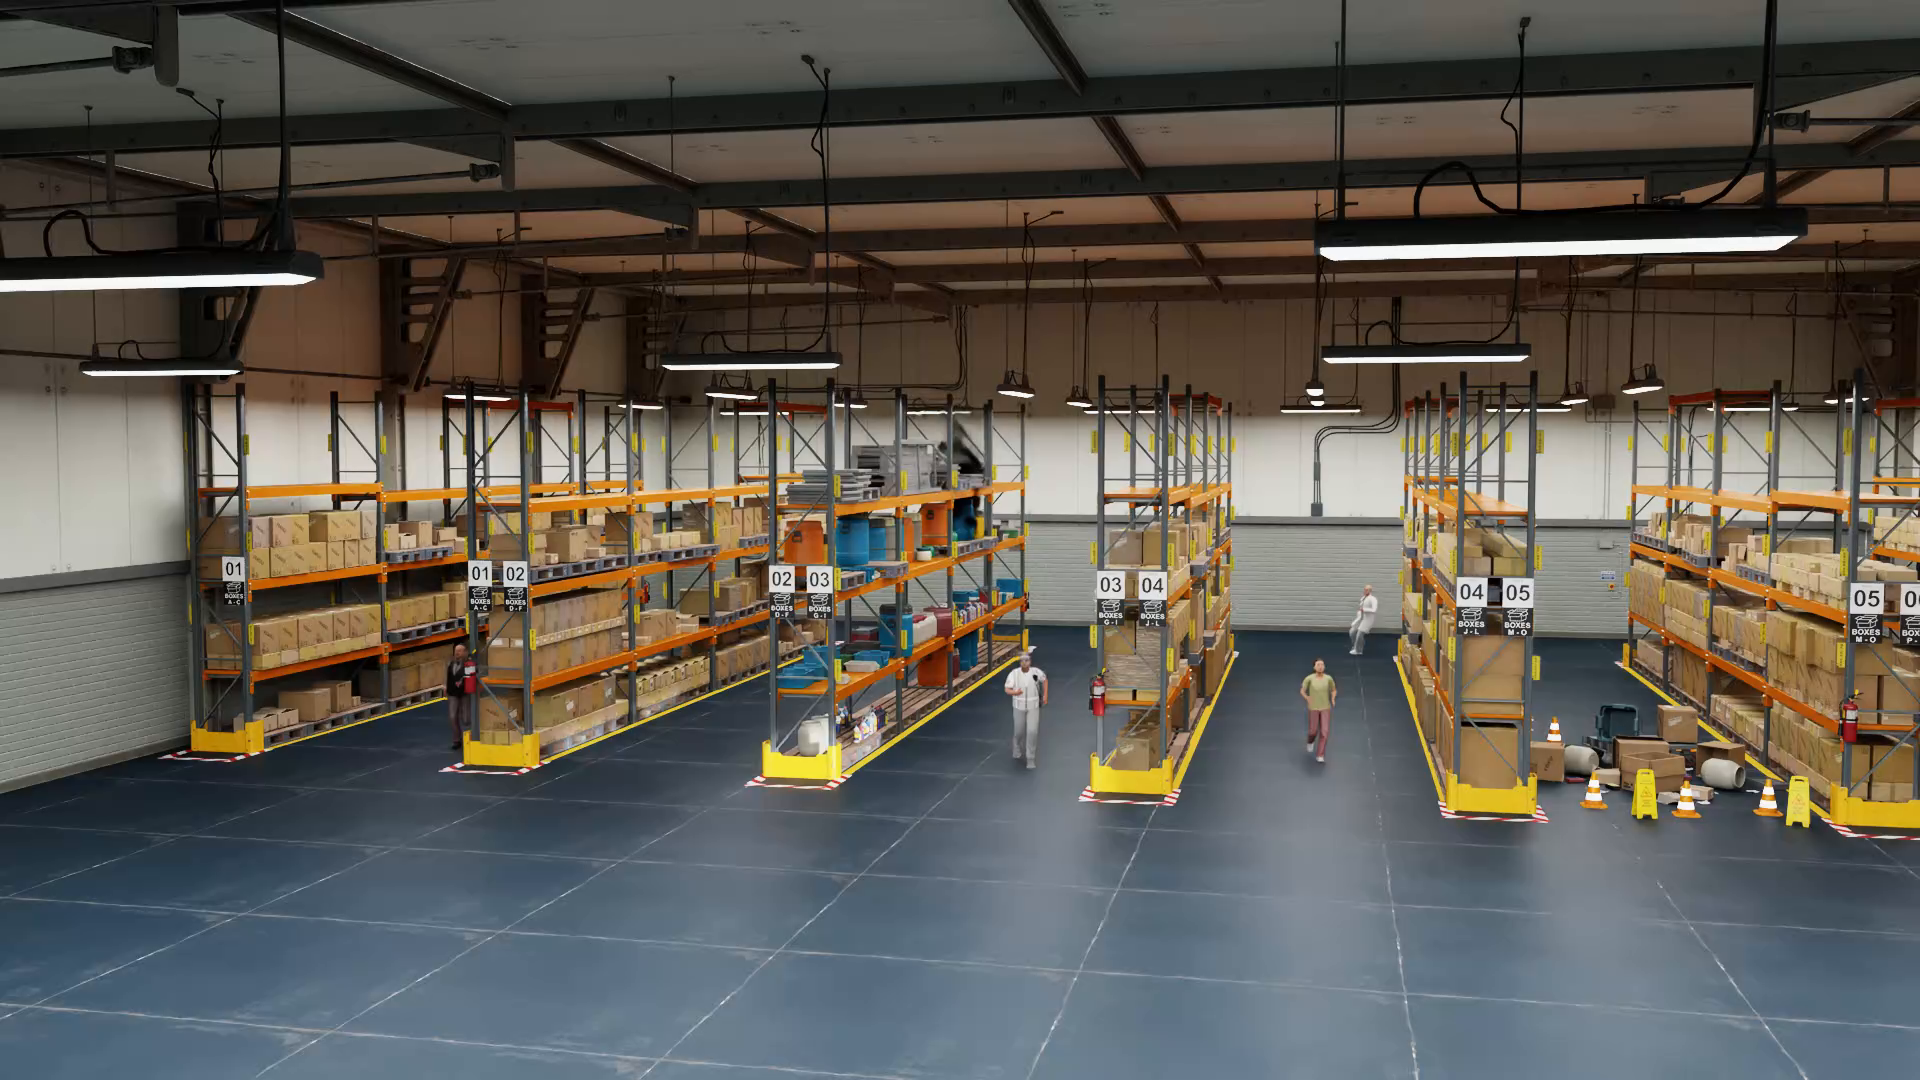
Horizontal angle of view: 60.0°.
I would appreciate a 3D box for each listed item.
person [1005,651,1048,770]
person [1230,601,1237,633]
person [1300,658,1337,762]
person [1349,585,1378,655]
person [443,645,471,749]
[{"bbox_3d":[1.040,2.627,26.038,0.671,1.824,0.964,0,3,3],"label":"person"},{"bbox_3d":[6.414,1.904,40.474,0.659,1.607,0.536,3,4,40],"label":"person"},{"bbox_3d":[5.701,2.679,26.390,0.581,1.619,0.641,0,3,2],"label":"person"},{"bbox_3d":[9.541,1.898,39.456,0.558,1.683,0.924,-1,4,-25],"label":"person"},{"bbox_3d":[-8.252,2.581,27.546,0.660,1.685,0.782,1,3,10],"label":"person"}]
